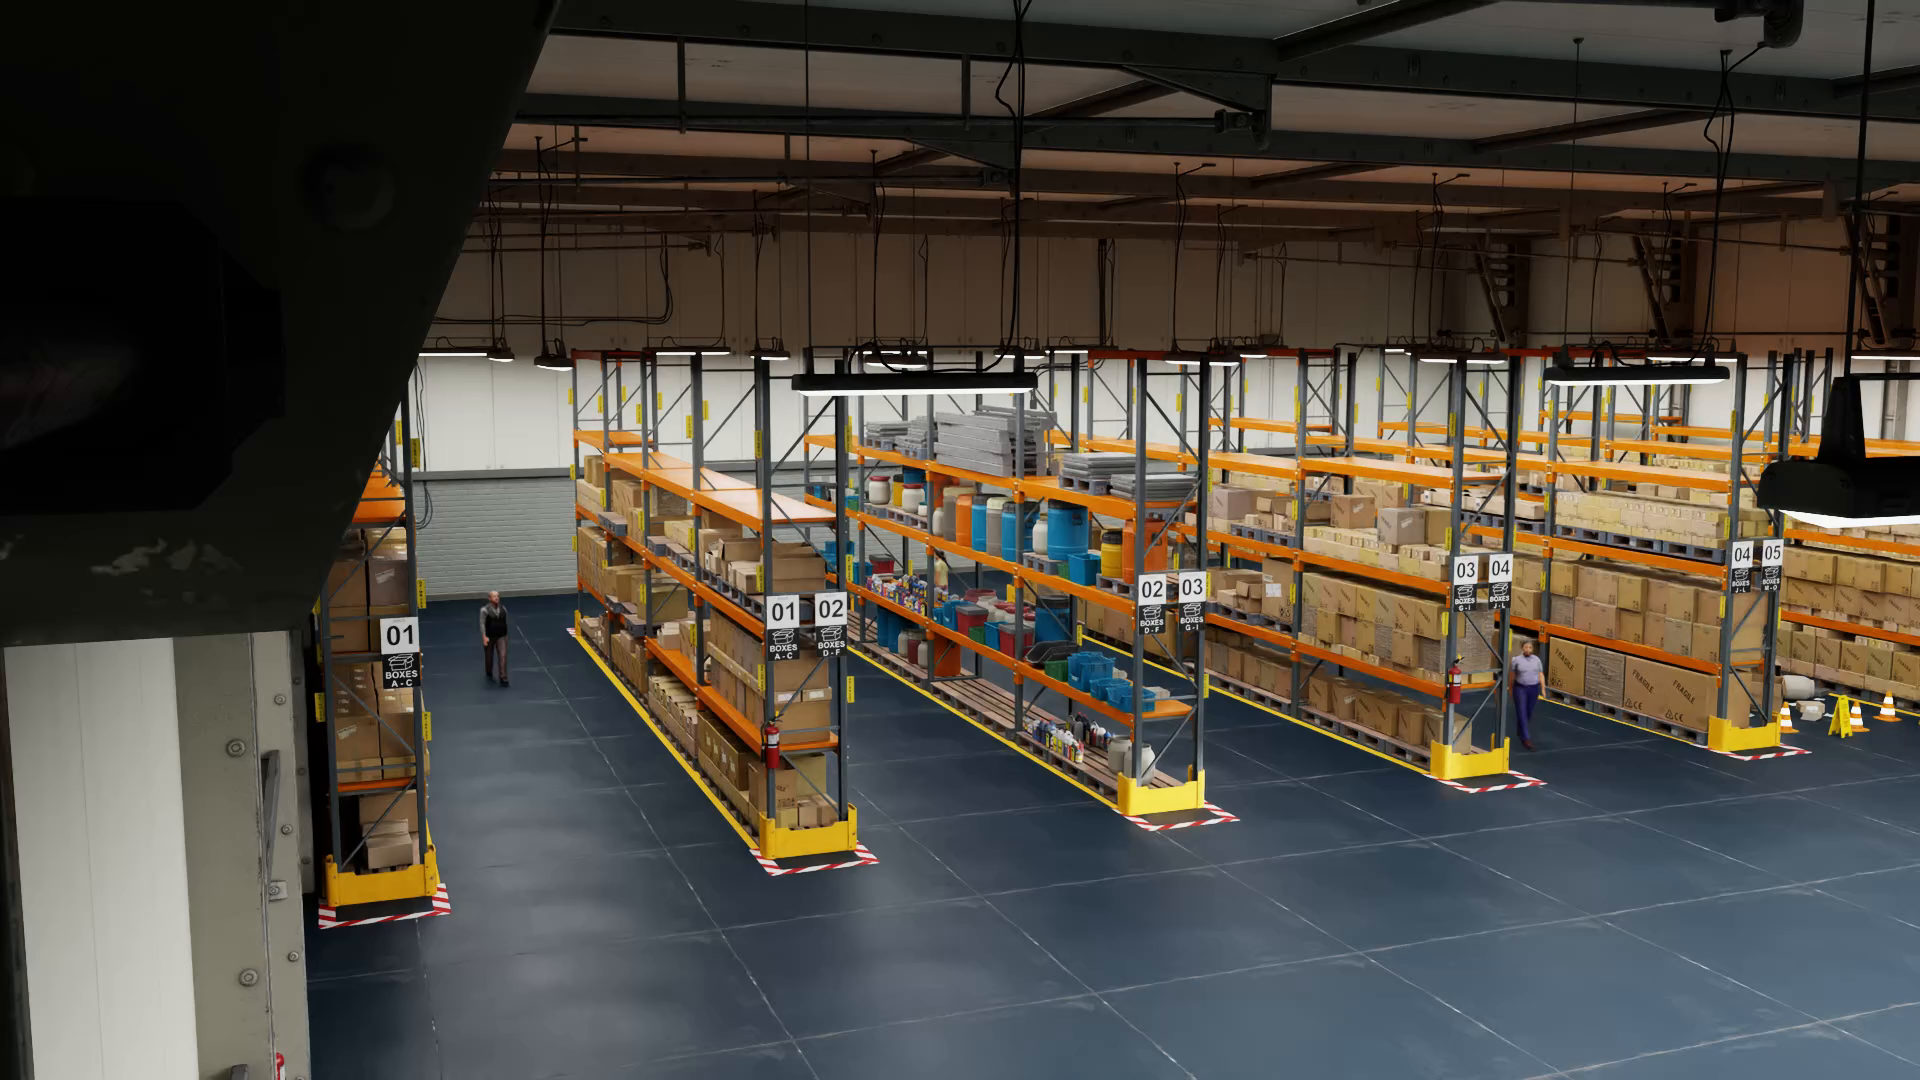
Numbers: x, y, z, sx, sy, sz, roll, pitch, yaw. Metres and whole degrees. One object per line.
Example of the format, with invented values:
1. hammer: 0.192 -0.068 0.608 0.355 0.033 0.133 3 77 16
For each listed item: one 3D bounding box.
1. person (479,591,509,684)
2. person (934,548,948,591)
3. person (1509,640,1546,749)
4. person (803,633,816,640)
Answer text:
1. person: -8.456 1.754 30.155 0.528 1.669 1.084 -3 8 -24
2. person: -0.412 1.019 36.100 0.465 1.670 0.496 4 8 32
3. person: 8.752 2.341 25.584 0.493 1.604 0.903 -1 7 -4
4. person: -2.910 1.706 30.157 0.595 1.790 0.515 1 7 9
